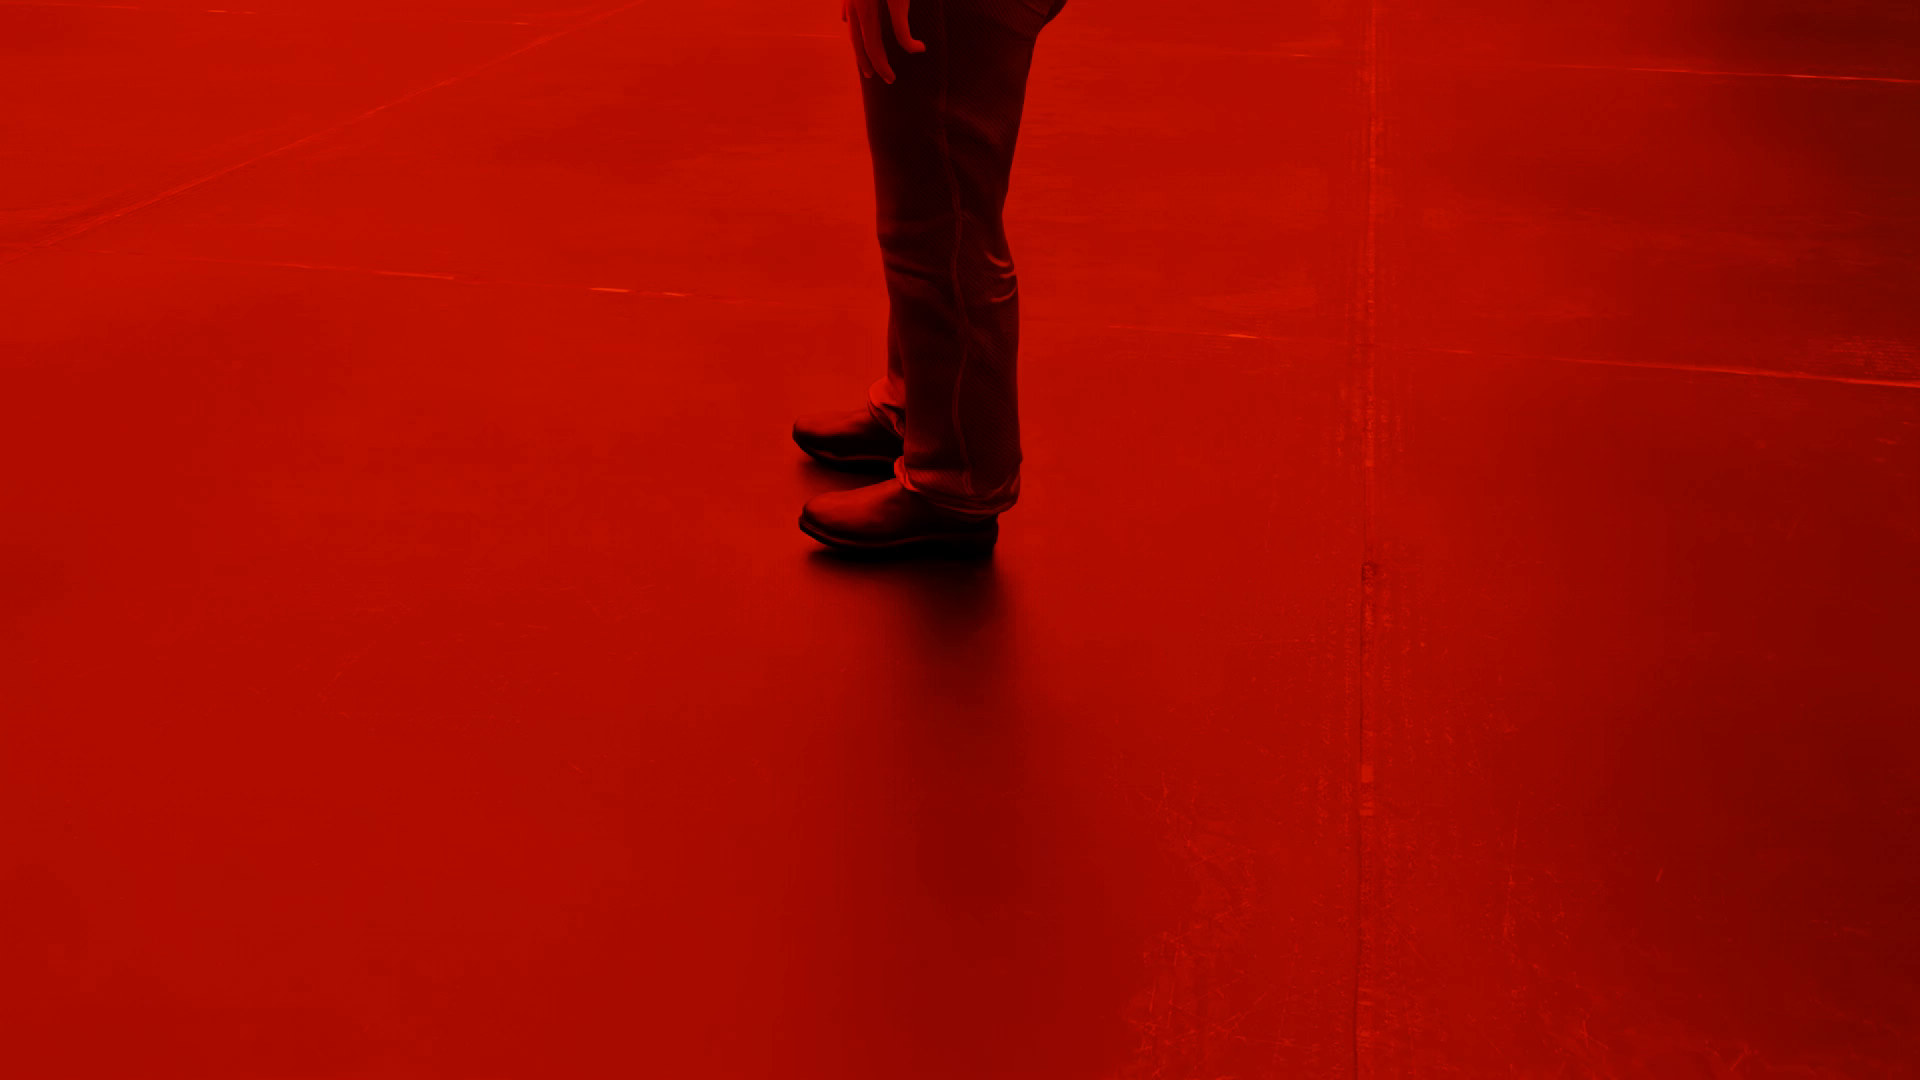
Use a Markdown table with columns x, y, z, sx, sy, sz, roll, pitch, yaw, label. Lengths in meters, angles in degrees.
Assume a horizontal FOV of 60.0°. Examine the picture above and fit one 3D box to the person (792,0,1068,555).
| x | y | z | sx | sy | sz | roll | pitch | yaw | label |
| --- | --- | --- | --- | --- | --- | --- | --- | --- | --- |
| -0.059 | -0.785 | 2.128 | 0.568 | 1.720 | 0.632 | 6 | 27 | 11 | person |
